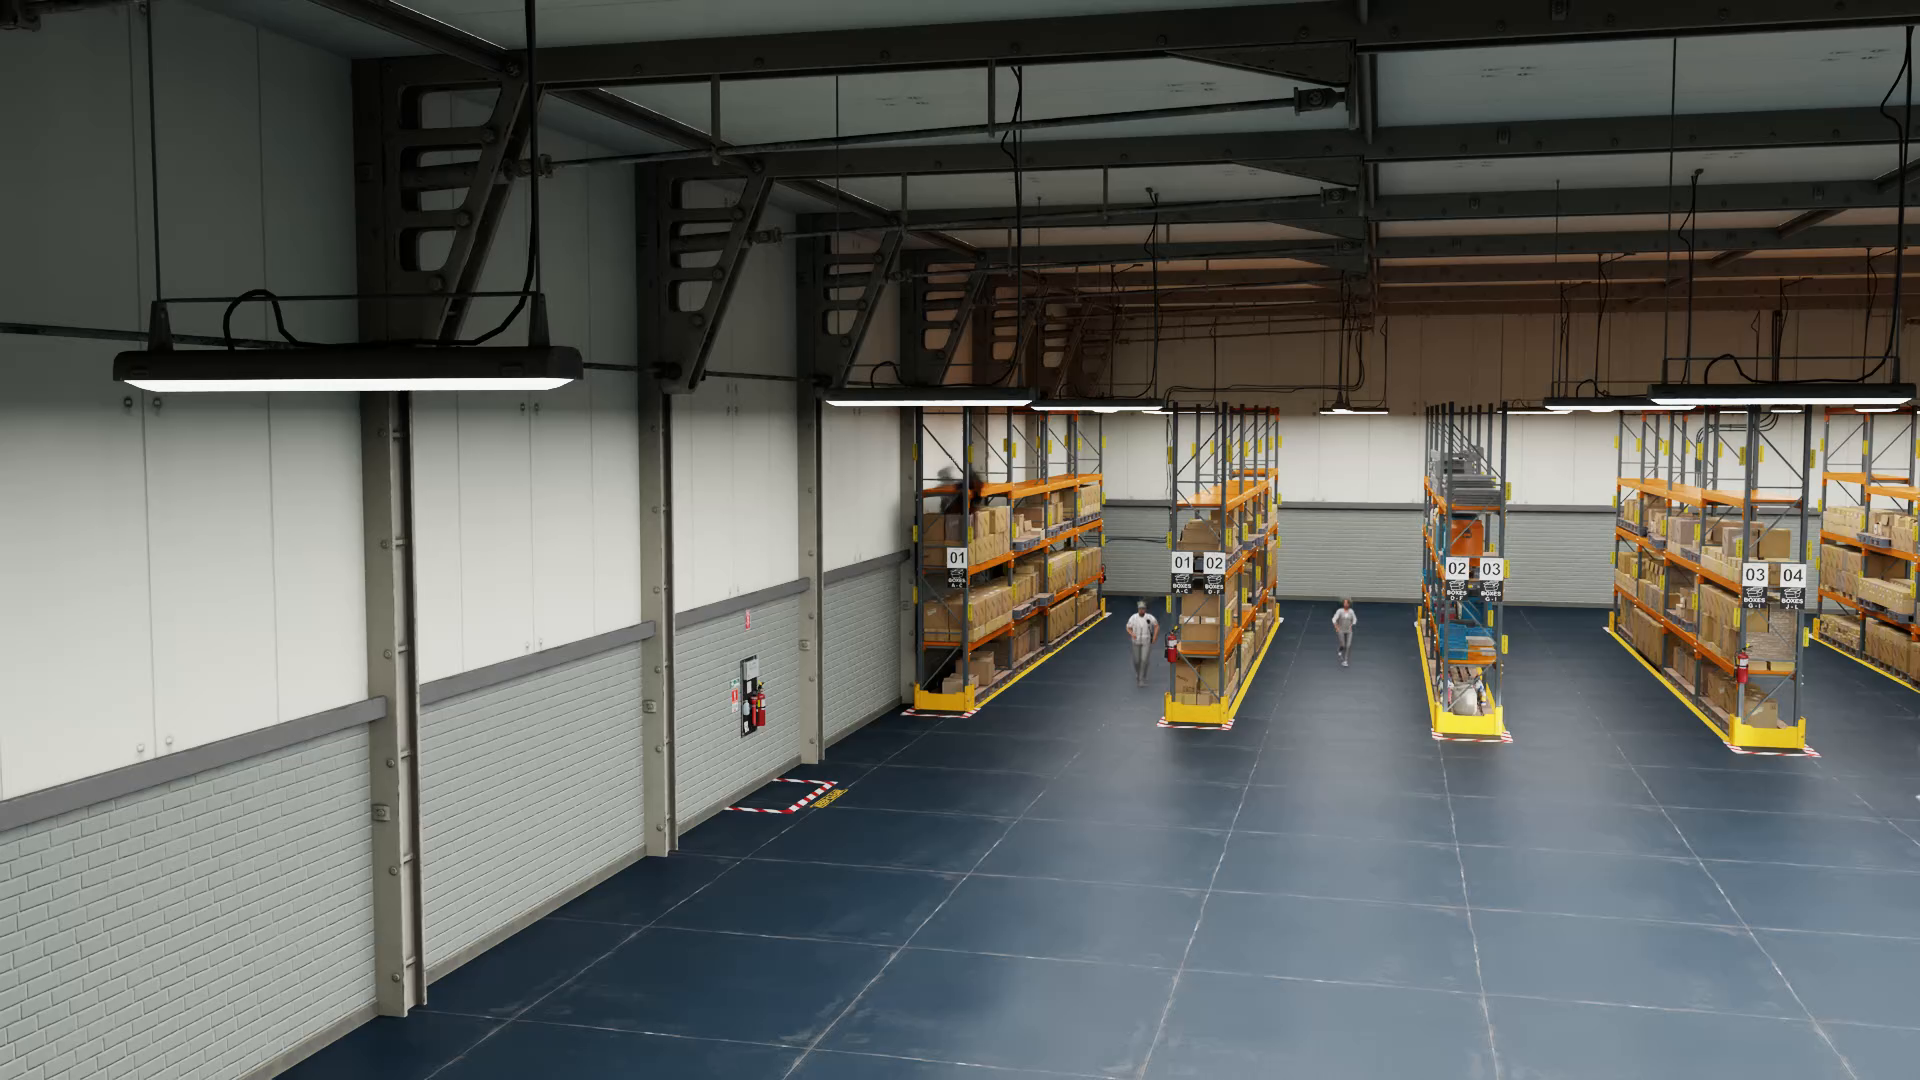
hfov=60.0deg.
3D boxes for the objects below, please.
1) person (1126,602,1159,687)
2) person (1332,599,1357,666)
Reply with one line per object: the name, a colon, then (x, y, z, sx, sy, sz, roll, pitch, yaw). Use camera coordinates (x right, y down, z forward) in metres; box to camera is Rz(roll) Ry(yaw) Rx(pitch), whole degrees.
person: (3.914, 2.205, 35.742, 0.687, 1.794, 0.839, 1, 4, 11)
person: (8.866, 2.131, 38.294, 0.549, 1.532, 0.556, 0, 4, 1)
